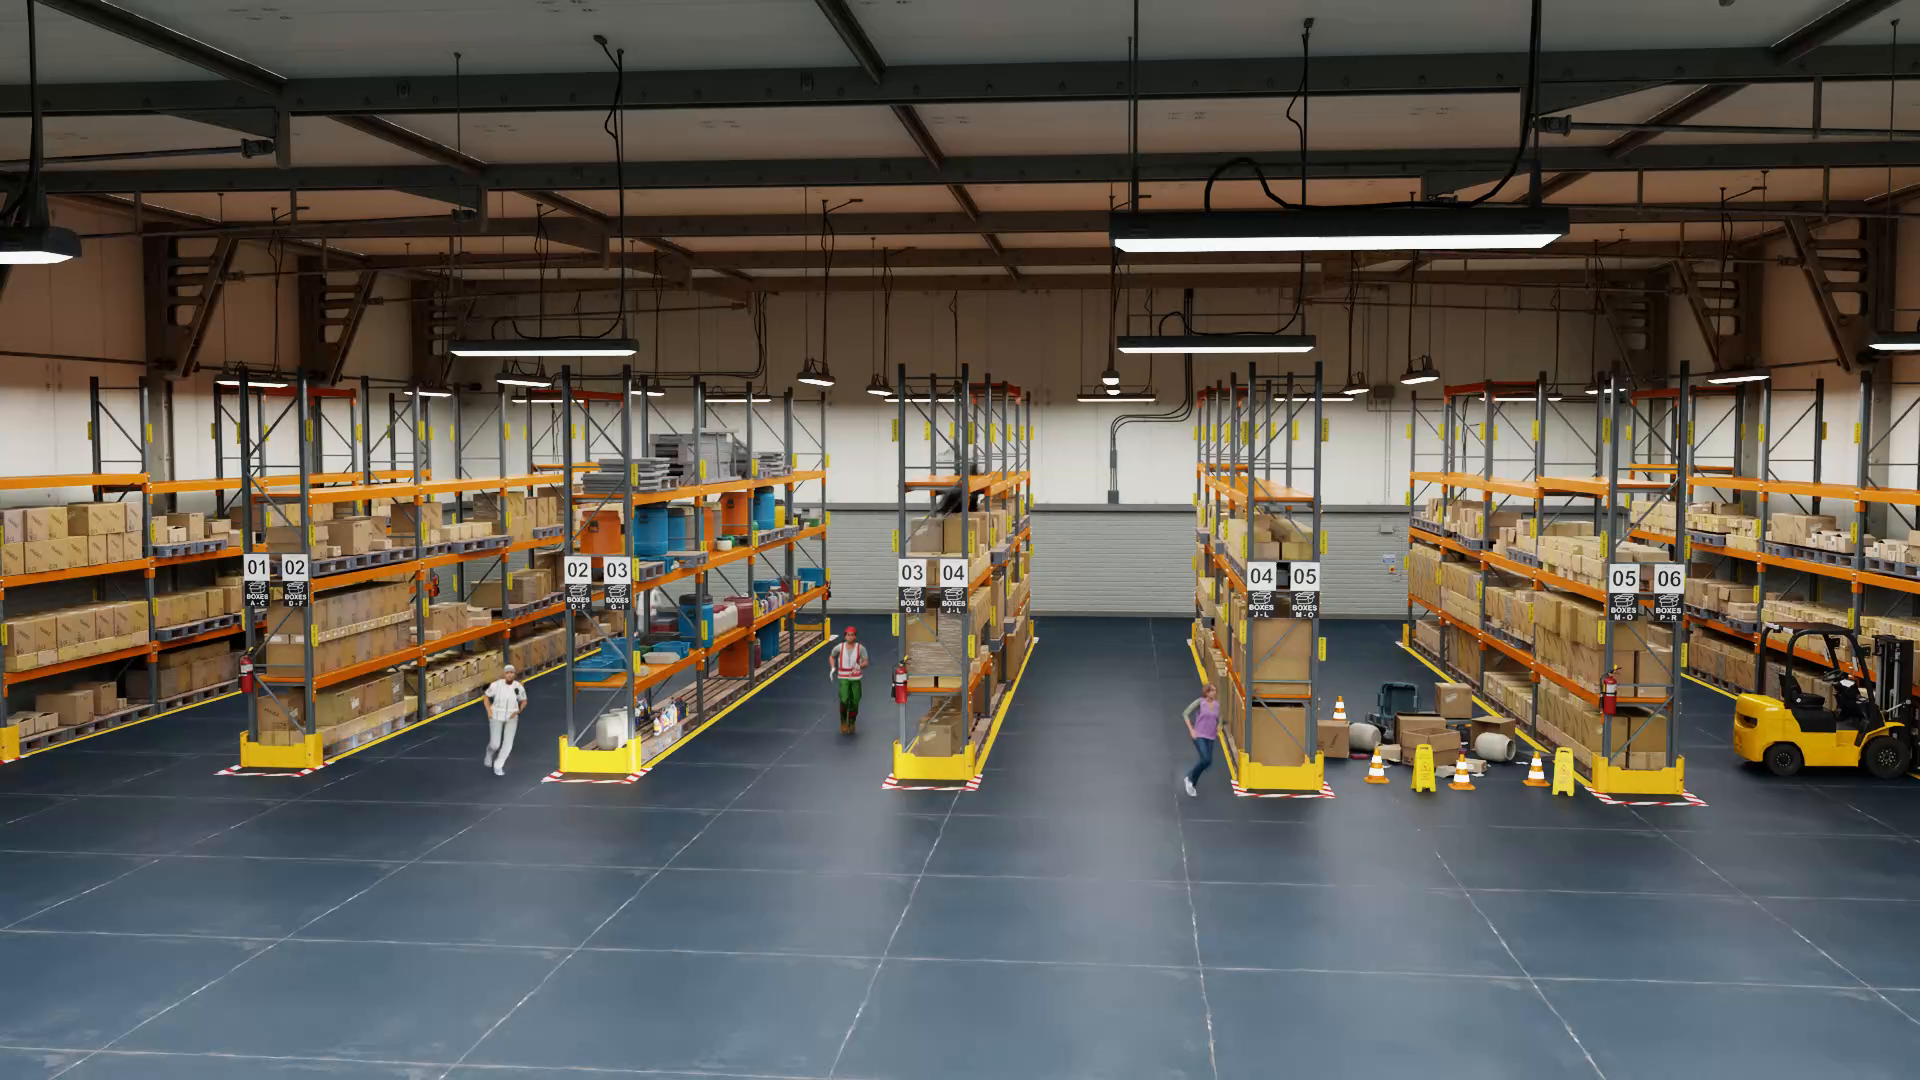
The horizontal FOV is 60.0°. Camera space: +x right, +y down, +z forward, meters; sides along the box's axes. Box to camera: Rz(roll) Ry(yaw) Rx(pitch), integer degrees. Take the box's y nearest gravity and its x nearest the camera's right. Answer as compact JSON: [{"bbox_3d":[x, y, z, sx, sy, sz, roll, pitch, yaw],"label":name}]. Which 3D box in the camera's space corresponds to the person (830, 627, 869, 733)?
[{"bbox_3d":[-1.838,2.332,27.677,0.641,1.775,0.690,-1,4,-8],"label":"person"}]

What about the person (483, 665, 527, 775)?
[{"bbox_3d":[-6.683,2.634,24.486,0.614,1.608,0.526,-2,4,-22],"label":"person"}]

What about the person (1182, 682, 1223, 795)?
[{"bbox_3d":[3.387,2.751,22.971,0.542,1.559,0.553,-2,4,-28],"label":"person"}]

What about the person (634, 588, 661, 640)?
[{"bbox_3d":[-7.104,1.722,37.723,0.662,1.793,0.733,0,4,-3],"label":"person"}]
